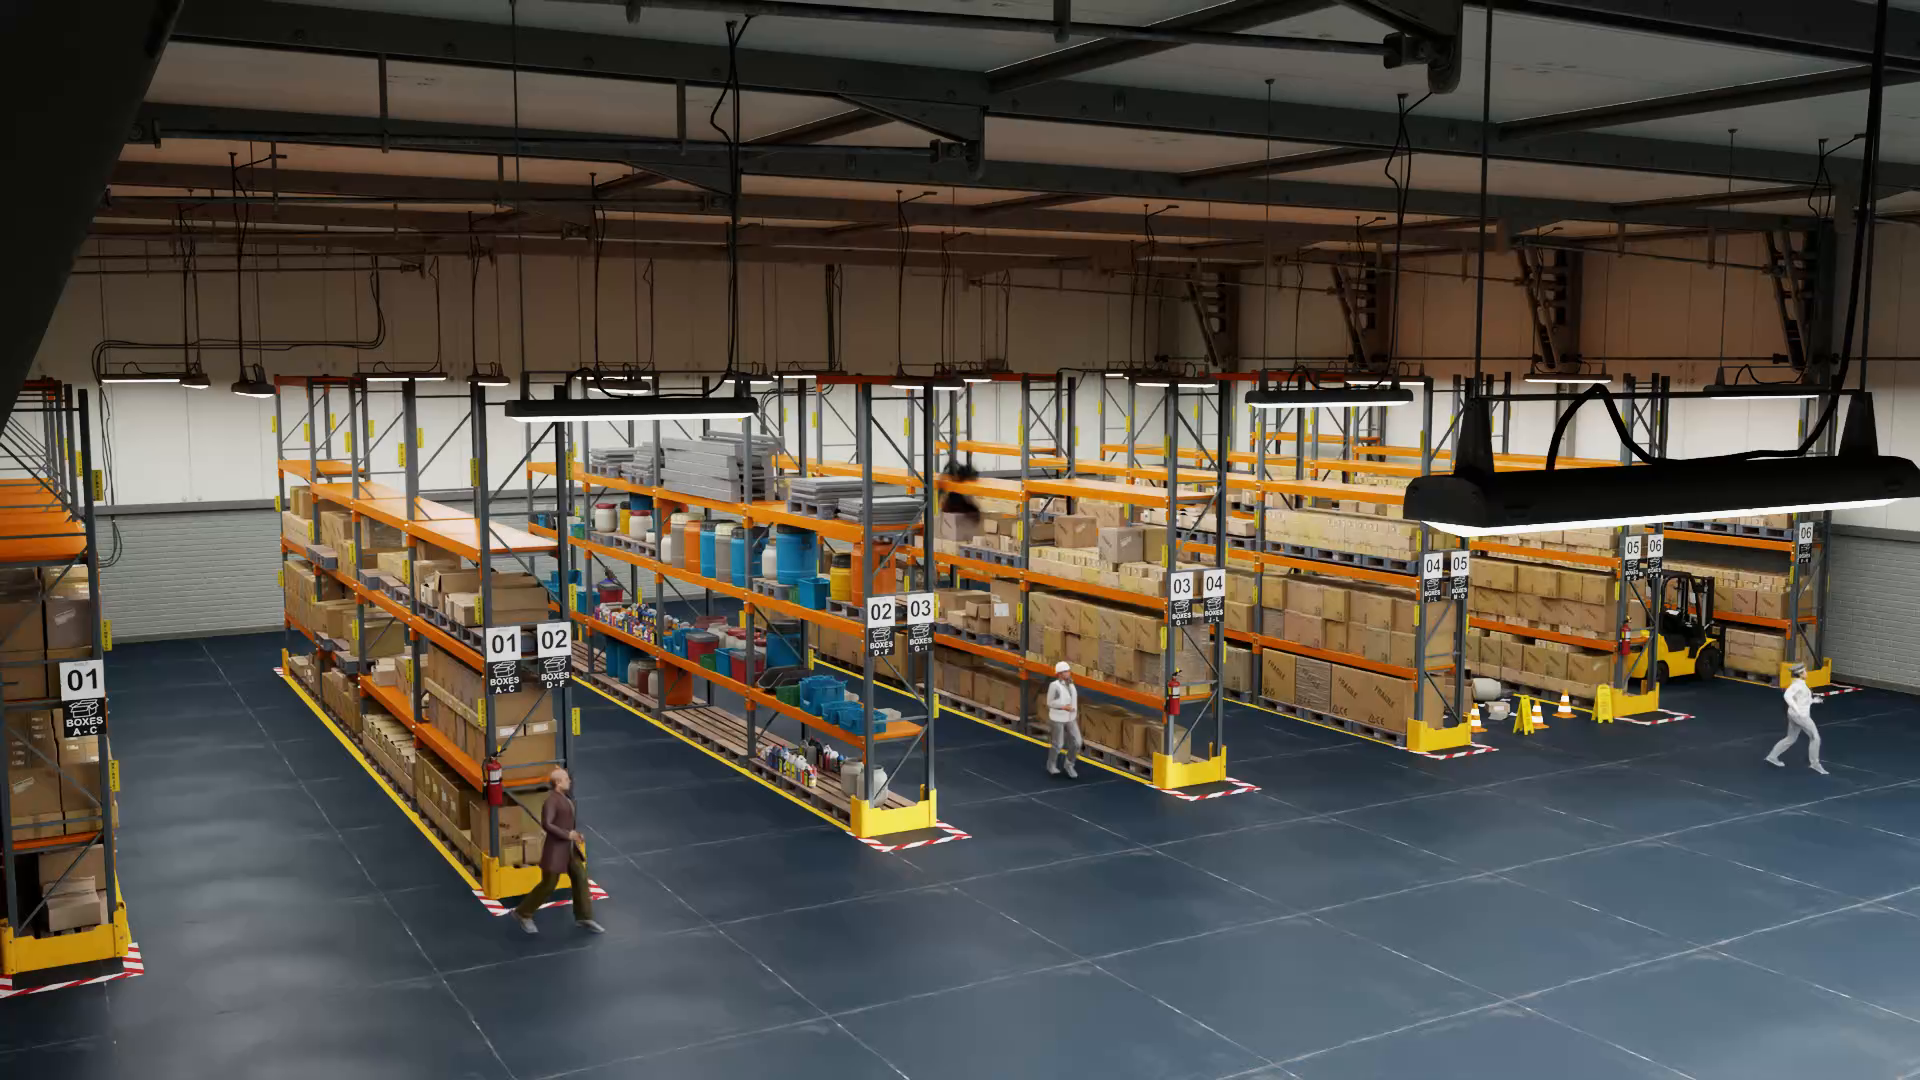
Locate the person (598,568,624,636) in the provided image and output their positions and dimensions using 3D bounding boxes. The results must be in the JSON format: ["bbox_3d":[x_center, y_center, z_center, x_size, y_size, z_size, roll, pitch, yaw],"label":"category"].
[{"bbox_3d":[-7.867,1.448,37.330,0.733,1.677,0.614,1,6,8],"label":"person"}]

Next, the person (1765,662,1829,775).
[{"bbox_3d":[12.838,2.717,25.424,0.864,1.711,0.620,2,6,14],"label":"person"}]

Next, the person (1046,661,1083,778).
[{"bbox_3d":[1.564,2.722,25.075,0.647,1.798,0.734,-4,8,-34],"label":"person"}]

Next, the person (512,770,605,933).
[{"bbox_3d":[-4.409,3.433,18.442,1.013,1.775,0.763,1,6,6],"label":"person"}]
